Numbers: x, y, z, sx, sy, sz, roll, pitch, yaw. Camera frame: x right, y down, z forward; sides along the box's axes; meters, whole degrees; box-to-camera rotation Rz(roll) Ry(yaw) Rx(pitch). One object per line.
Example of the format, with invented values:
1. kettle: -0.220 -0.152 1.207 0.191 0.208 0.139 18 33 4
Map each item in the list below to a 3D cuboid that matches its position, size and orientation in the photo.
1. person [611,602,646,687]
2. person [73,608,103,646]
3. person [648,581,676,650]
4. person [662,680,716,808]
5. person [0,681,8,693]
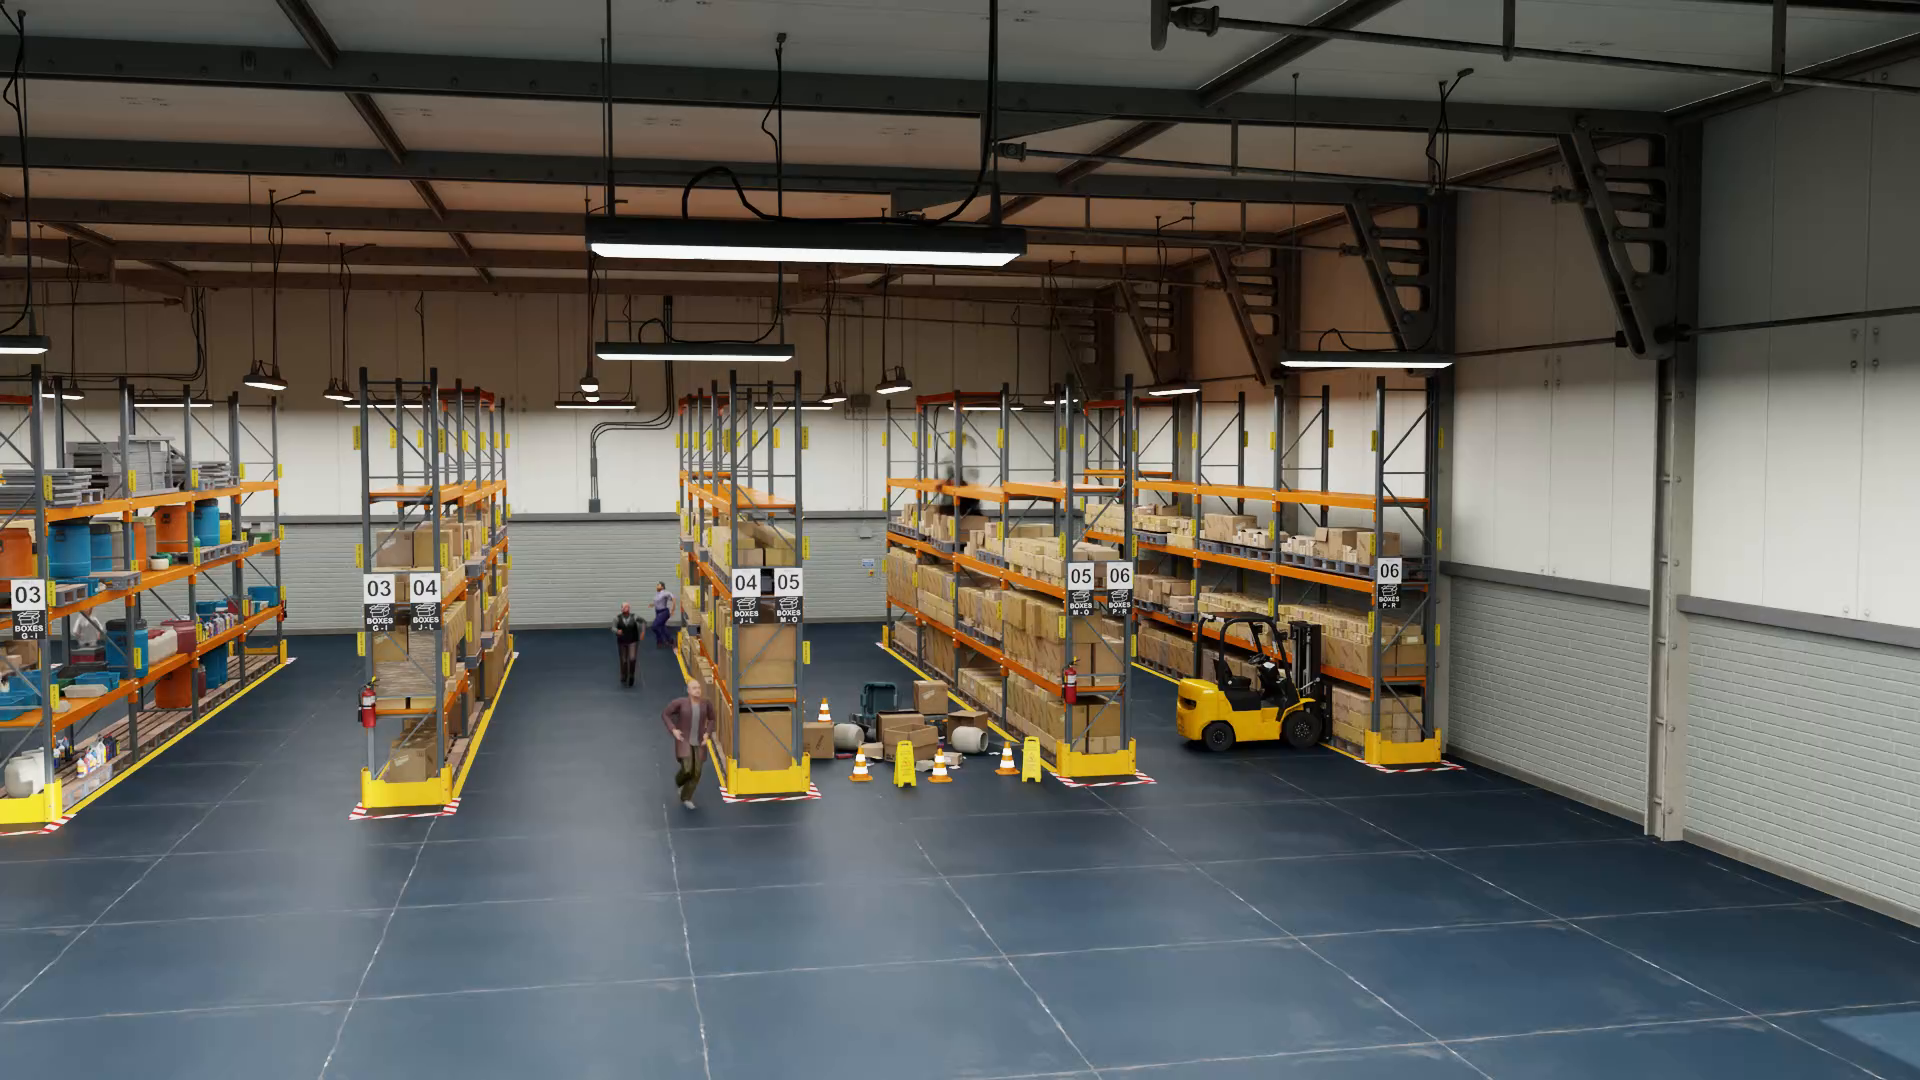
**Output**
1. person: -6.763 2.125 33.911 0.667 1.725 0.862 0 3 -4
2. person: -18.255 2.147 34.811 0.550 1.563 0.757 -1 4 -22
3. person: -7.153 1.829 40.073 0.721 1.668 0.638 -2 4 -35
4. person: -3.683 2.791 22.797 0.738 1.749 0.583 -2 4 -28
5. person: -15.013 2.657 25.561 0.626 1.694 0.832 -1 4 -14
